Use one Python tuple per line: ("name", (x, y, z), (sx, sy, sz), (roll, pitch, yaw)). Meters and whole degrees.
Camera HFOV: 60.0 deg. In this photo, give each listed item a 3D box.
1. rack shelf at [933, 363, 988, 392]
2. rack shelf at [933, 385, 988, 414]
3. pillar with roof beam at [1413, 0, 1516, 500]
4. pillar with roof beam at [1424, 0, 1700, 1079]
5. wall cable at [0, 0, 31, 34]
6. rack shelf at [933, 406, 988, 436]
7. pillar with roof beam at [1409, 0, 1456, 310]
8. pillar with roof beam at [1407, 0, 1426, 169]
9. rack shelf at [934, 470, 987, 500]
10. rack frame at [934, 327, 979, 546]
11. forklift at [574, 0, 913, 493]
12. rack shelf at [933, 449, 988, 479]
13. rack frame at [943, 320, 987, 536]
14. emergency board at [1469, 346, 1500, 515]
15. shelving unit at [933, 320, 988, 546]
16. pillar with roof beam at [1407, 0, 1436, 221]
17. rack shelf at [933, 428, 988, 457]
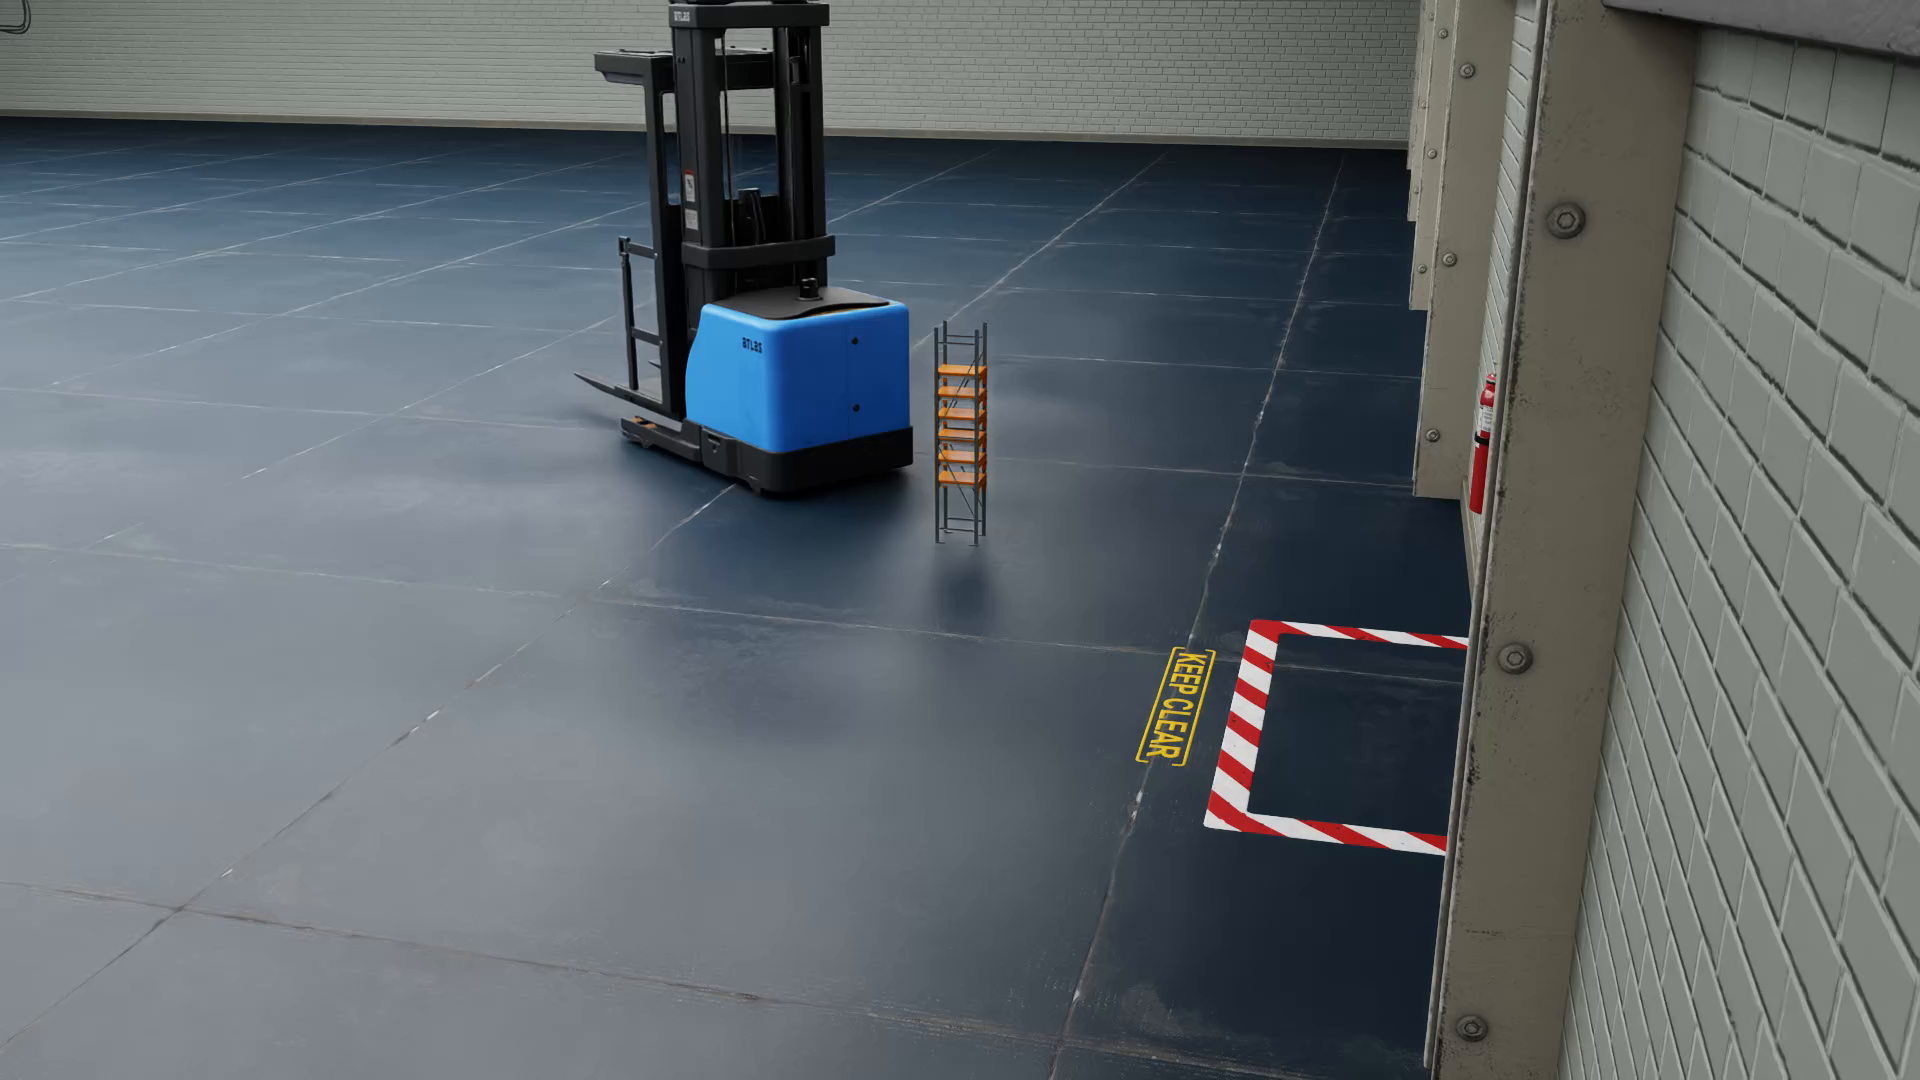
("rack shelf", (0.004, -0.871, 8.905), (0.258, 0.103, 0.180), (5, 19, 13))
("rack shelf", (0.004, -0.757, 8.944), (0.258, 0.103, 0.180), (5, 19, 13))
("pillar with roof beam", (-1.264, -4.911, 9.643), (9.100, 9.000, 0.400), (5, 19, 13))
("pillar with roof beam", (-2.730, -3.030, 4.137), (9.100, 9.000, 0.400), (5, 19, 13))
("wall cable", (-21.235, -12.050, 35.348), (3.097, 2.526, 0.112), (5, 19, 13))
("rack shelf", (0.004, -0.644, 8.982), (0.258, 0.103, 0.180), (5, 19, 13))
("pillar with roof beam", (0.202, -6.791, 15.149), (9.100, 9.000, 0.400), (5, 19, 13))
("pillar with roof beam", (3.134, -10.553, 26.161), (9.100, 9.000, 0.400), (5, 19, 13))
("rack shelf", (0.004, -0.303, 9.099), (0.258, 0.103, 0.180), (5, 19, 13))
("rack frame", (-0.019, -0.544, 8.923), (0.240, 1.200, 0.006), (5, 19, 13))
("forklift", (-1.602, -2.075, 10.728), (1.130, 2.935, 3.031), (-14, 24, -36))
("rack shelf", (0.004, -0.417, 9.060), (0.258, 0.103, 0.180), (5, 19, 13))
("rack frame", (0.026, -0.601, 9.091), (0.240, 1.200, 0.006), (5, 19, 13))
("emergency board", (2.085, -0.623, 6.370), (0.194, 1.169, 0.643), (5, 19, 13))
("shelving unit", (0.004, -0.572, 9.007), (0.258, 1.200, 0.189), (5, 19, 13))
("pillar with roof beam", (1.668, -8.672, 20.655), (9.100, 9.000, 0.400), (5, 19, 13))
("rack shelf", (0.004, -0.530, 9.021), (0.258, 0.103, 0.180), (5, 19, 13))
